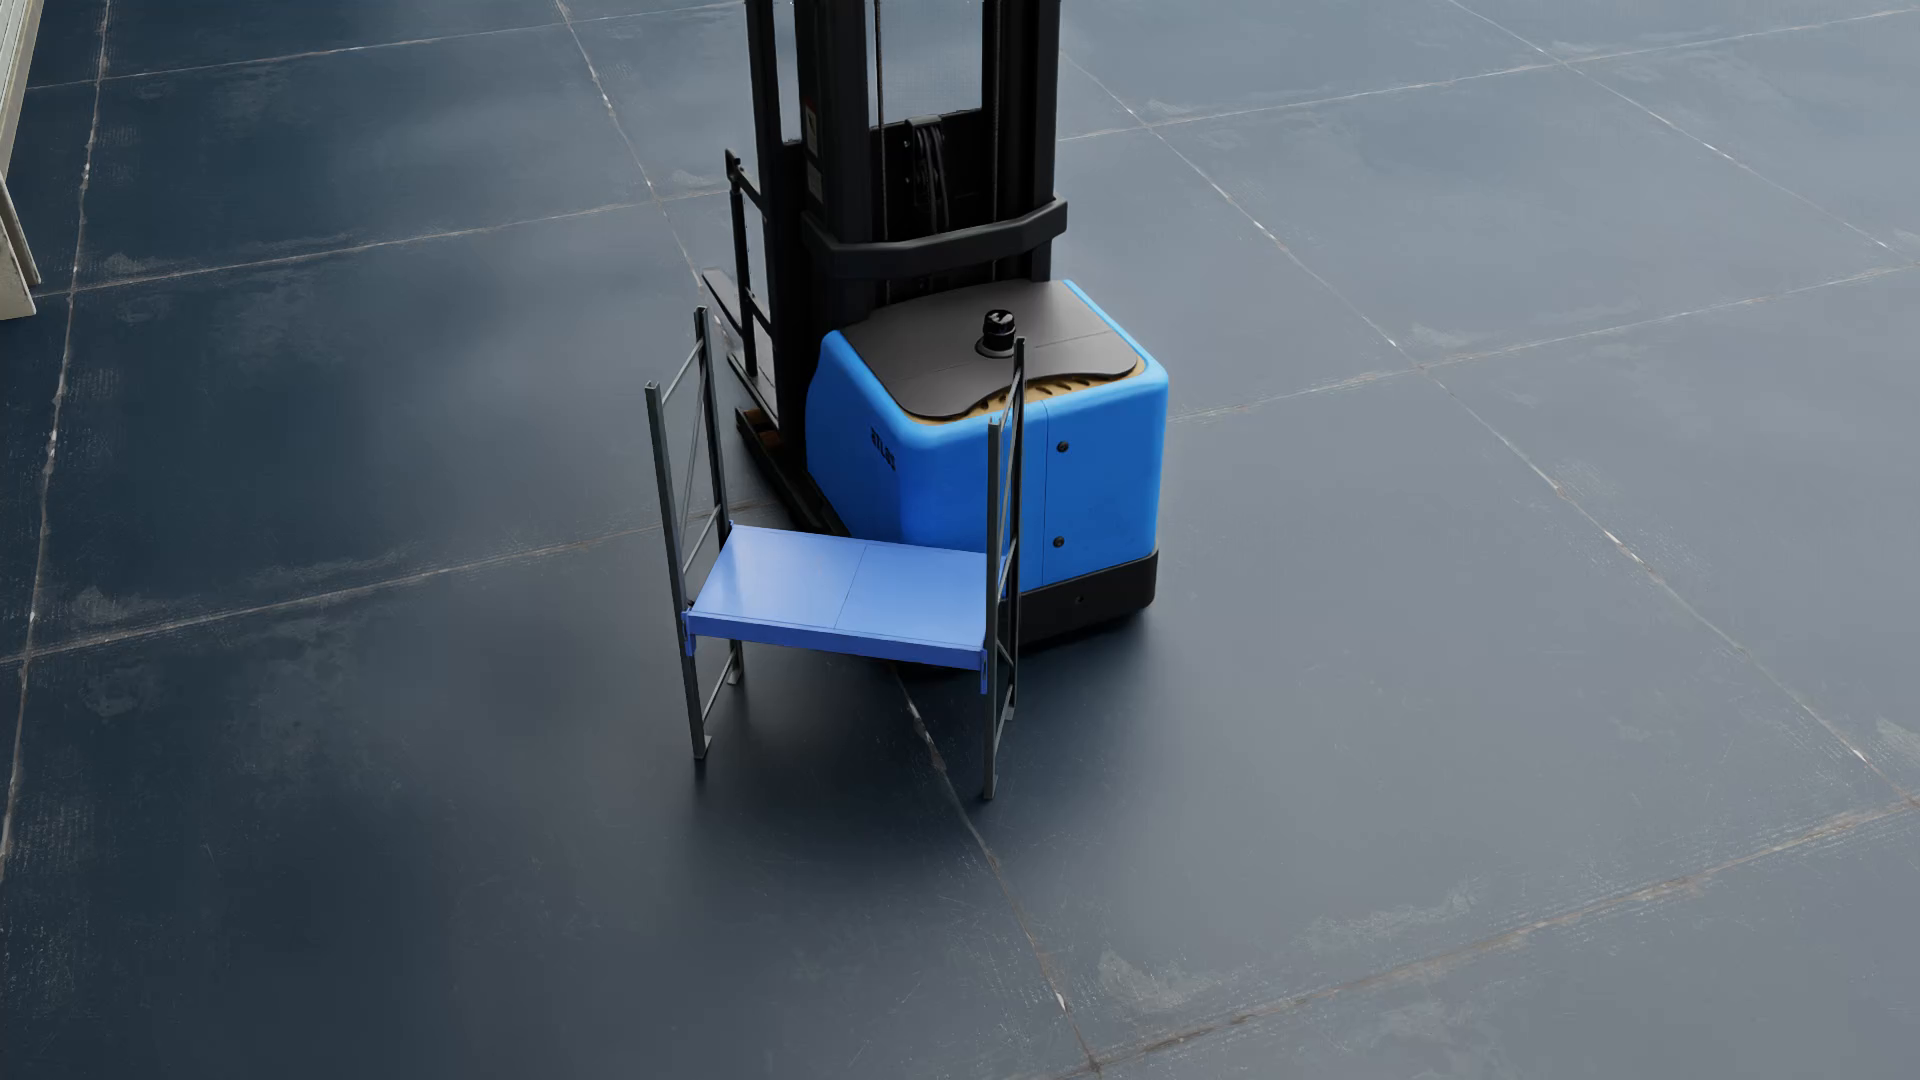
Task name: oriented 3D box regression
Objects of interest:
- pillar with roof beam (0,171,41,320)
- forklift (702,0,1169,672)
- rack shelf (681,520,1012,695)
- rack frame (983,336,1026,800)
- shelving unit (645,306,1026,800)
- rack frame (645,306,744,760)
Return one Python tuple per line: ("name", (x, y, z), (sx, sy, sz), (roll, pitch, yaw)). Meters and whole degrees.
("pillar with roof beam", (-0.749, -5.681, 6.813), (9.100, 9.000, 0.400), (-12, 39, -16))
("forklift", (-0.328, -1.574, 6.404), (1.130, 2.935, 3.031), (-15, 40, -19))
("rack shelf", (-0.358, 0.211, 5.522), (1.000, 0.185, 0.538), (7, 37, 9))
("rack frame", (0.141, 0.125, 5.337), (0.032, 1.500, 0.500), (7, 37, 9))
("shelving unit", (-0.358, 0.068, 5.413), (1.048, 1.500, 0.538), (7, 37, 9))
("rack frame", (-0.858, 0.010, 5.490), (0.032, 1.500, 0.500), (7, 37, 9))
